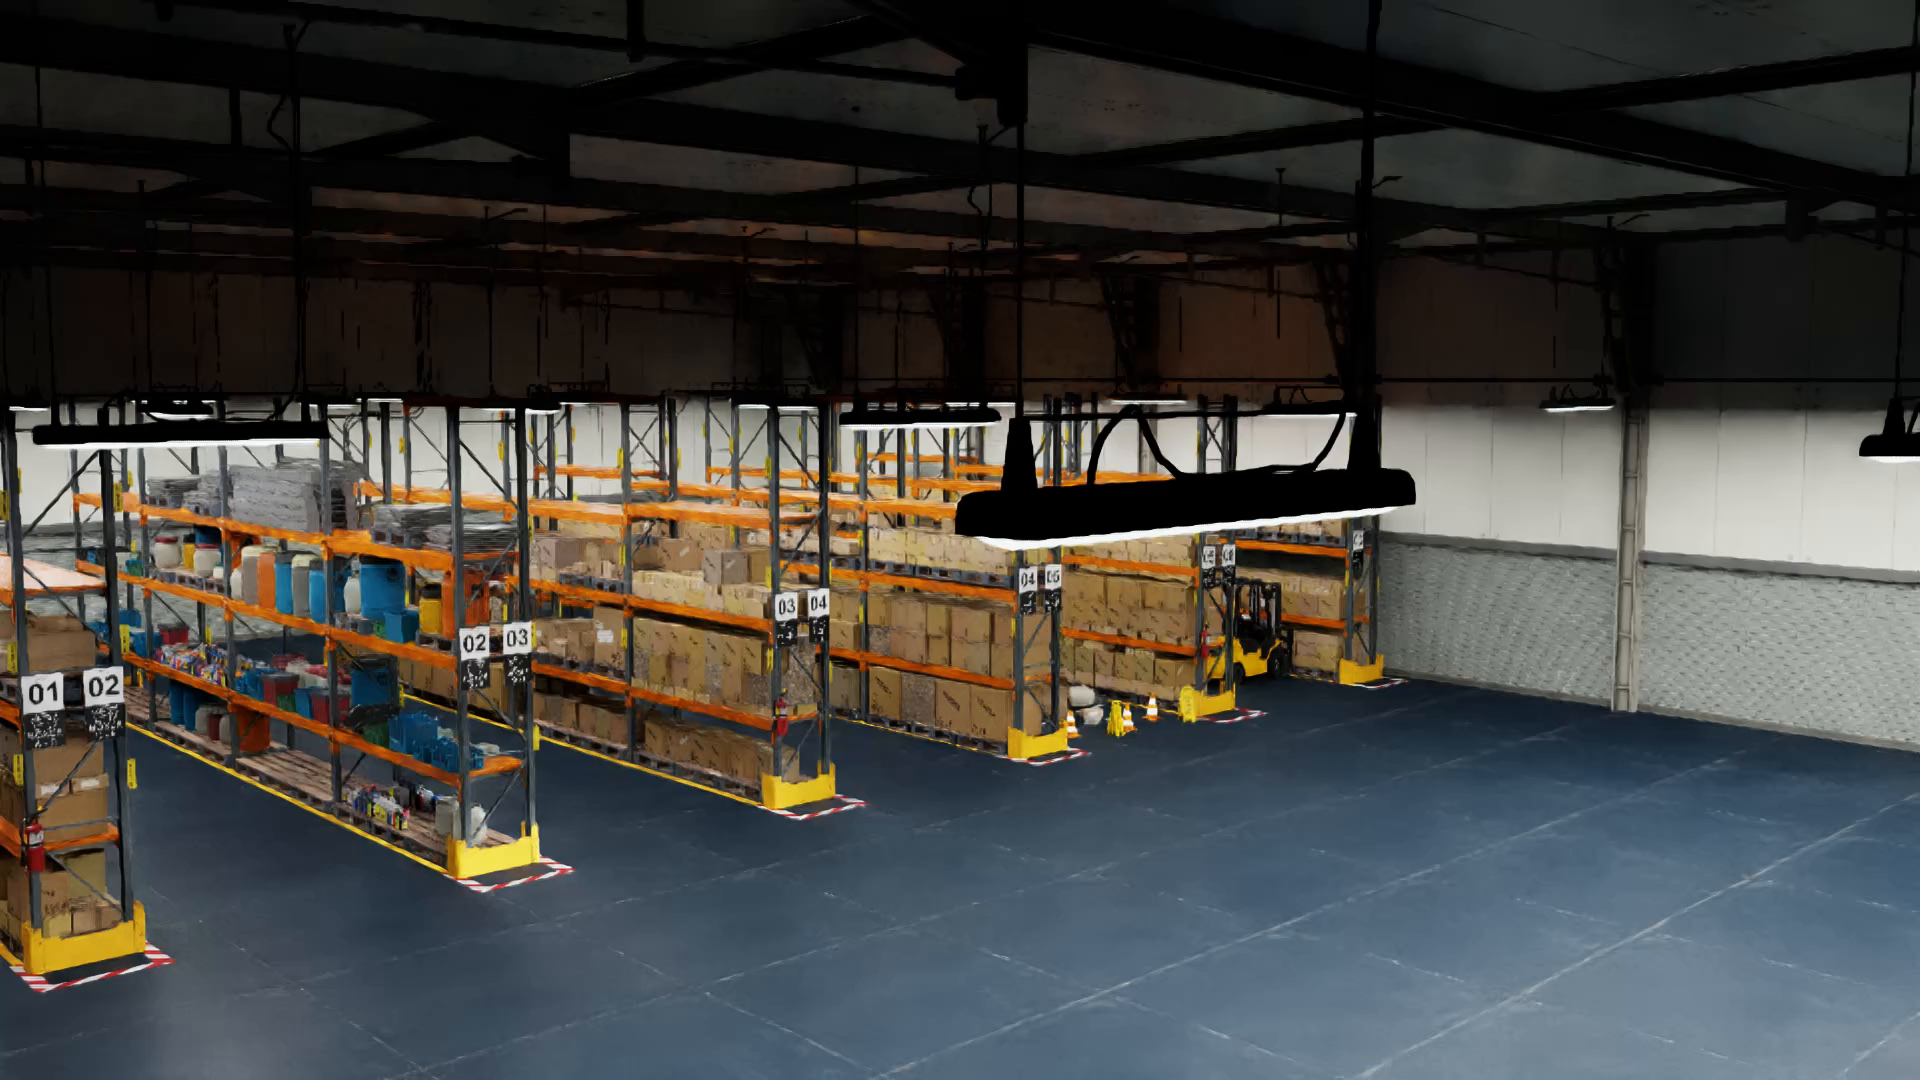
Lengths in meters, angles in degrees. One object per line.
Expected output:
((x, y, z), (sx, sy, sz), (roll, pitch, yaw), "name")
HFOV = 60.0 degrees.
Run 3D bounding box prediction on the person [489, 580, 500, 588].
((-10.642, 1.753, 38.066), (0.617, 1.767, 0.399), (3, 6, 30), "person")
